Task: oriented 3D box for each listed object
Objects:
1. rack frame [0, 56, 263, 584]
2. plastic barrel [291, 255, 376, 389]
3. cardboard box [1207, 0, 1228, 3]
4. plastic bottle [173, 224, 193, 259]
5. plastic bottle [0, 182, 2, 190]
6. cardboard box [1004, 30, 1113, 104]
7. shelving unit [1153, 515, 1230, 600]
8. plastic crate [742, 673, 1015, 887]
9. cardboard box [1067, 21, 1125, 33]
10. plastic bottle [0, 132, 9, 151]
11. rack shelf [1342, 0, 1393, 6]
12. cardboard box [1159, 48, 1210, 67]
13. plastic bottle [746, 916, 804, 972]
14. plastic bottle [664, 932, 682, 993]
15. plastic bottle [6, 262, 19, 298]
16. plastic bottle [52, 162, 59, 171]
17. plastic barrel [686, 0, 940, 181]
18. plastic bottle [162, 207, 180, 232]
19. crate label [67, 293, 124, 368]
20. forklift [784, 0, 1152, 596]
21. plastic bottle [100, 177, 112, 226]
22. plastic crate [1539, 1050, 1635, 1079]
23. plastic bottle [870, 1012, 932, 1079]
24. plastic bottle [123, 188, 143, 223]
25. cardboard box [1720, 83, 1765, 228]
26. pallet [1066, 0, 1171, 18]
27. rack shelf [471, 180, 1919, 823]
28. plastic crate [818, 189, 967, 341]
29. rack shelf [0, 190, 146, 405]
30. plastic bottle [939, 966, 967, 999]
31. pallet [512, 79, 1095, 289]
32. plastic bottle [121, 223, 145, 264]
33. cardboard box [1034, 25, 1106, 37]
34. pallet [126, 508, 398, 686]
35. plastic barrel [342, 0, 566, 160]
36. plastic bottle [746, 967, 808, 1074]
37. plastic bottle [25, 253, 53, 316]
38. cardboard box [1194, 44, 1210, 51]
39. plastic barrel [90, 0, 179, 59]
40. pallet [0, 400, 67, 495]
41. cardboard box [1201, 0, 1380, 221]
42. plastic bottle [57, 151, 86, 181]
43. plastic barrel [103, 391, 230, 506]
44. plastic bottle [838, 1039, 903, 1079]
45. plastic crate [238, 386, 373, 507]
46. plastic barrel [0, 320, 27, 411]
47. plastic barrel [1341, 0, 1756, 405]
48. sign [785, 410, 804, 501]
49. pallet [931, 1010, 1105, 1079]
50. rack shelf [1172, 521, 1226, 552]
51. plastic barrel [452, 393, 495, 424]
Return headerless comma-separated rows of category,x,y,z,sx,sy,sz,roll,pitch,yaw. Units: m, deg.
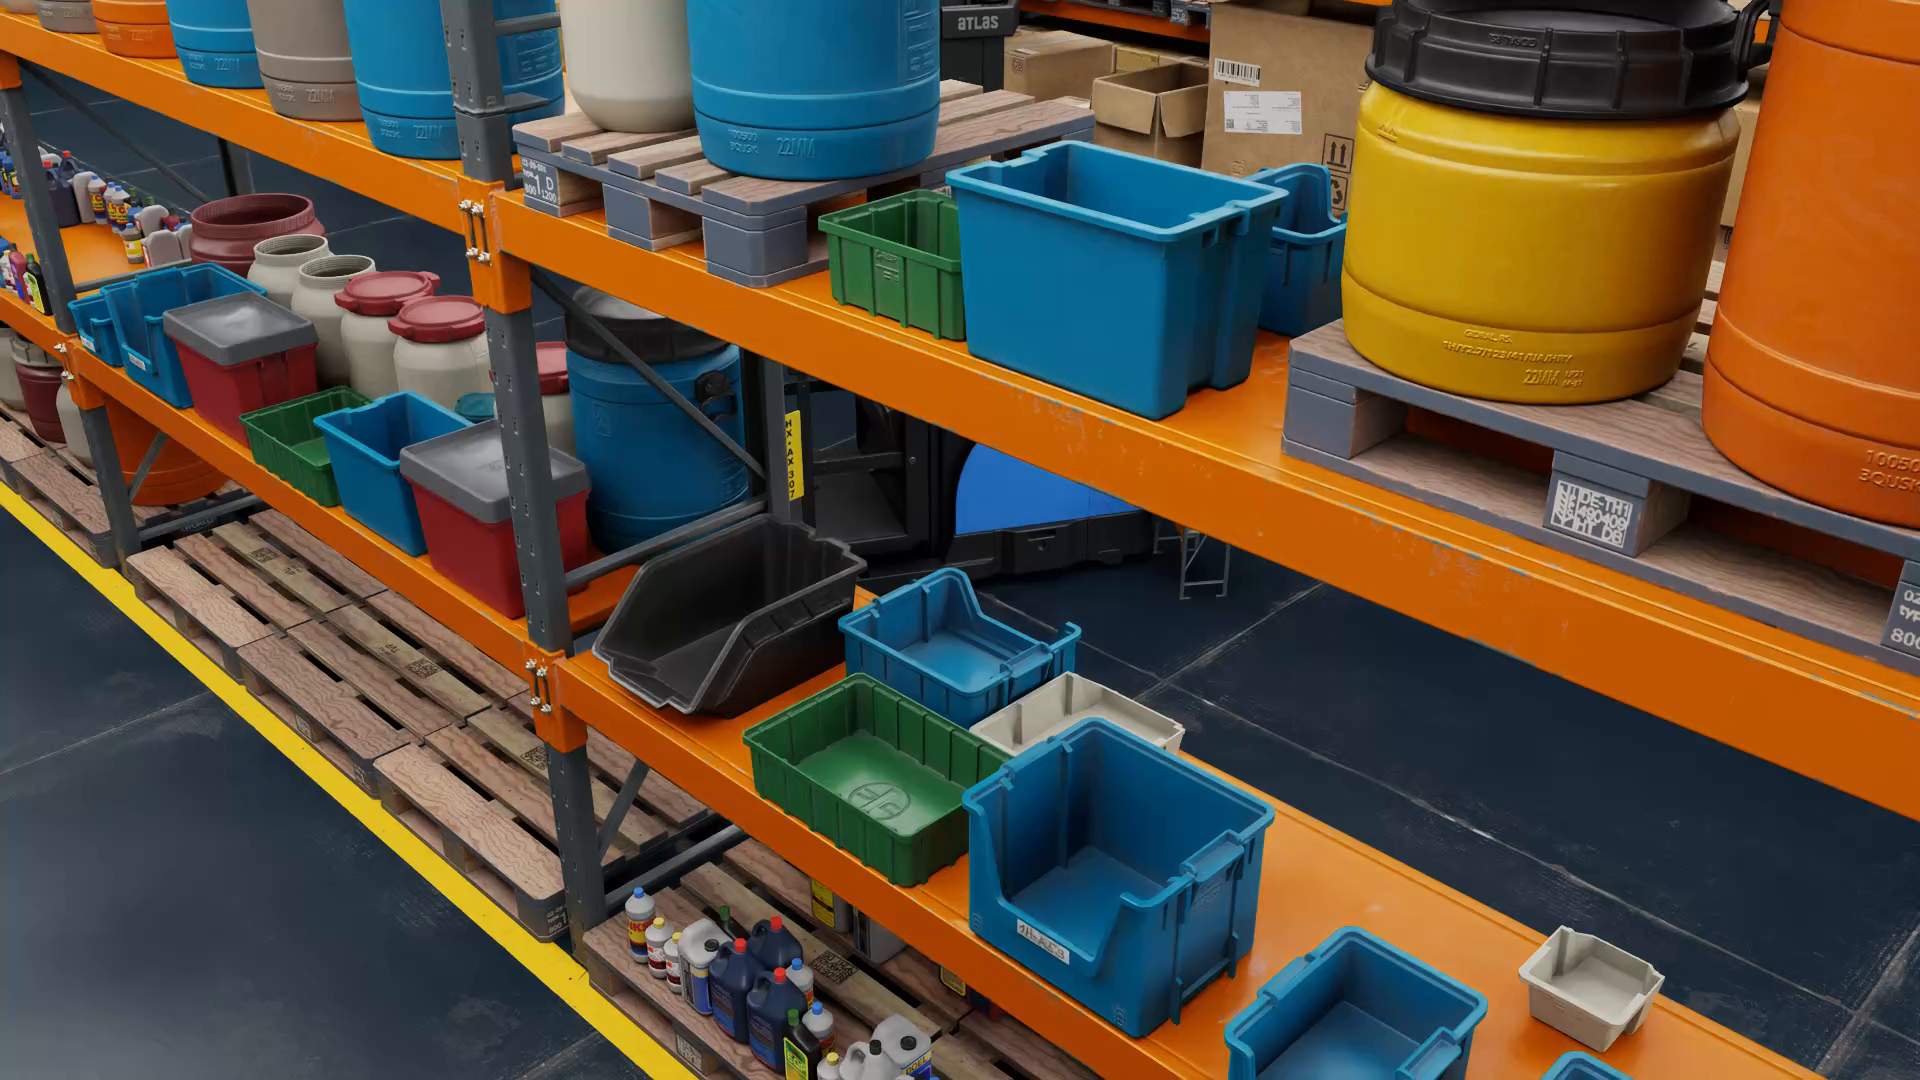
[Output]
rack frame,-3.835,-1.291,7.981,0.127,3.000,1.000,25,36,38
plastic barrel,-2.651,-0.938,7.190,0.421,0.512,0.421,0,28,0
cardboard box,2.337,-4.712,14.307,0.250,0.149,0.380,24,36,38
plastic bottle,-3.917,-1.484,8.483,0.135,0.276,0.152,25,36,38
plastic bottle,-5.771,-2.274,9.905,0.185,0.351,0.144,25,36,38
cardboard box,0.519,-2.852,10.393,0.700,0.500,0.500,-19,33,-32
shelving unit,1.158,-0.359,8.144,0.258,1.200,0.503,-4,28,-8
plastic crate,-0.212,0.645,4.528,0.662,0.188,0.450,25,36,38
cardboard box,1.400,-4.933,16.337,0.500,0.250,0.500,-23,36,-37
plastic bottle,-5.670,-2.322,9.996,0.185,0.351,0.144,25,36,38
rack shelf,1.064,-3.291,9.336,4.000,0.370,1.077,25,36,38
cardboard box,2.148,-4.256,15.050,0.500,0.250,0.500,-25,36,-38
plastic bottle,-0.597,1.346,5.341,0.185,0.351,0.144,25,36,38
plastic bottle,-0.918,1.374,5.447,0.097,0.201,0.097,0,28,0
plastic bottle,-4.656,-1.312,8.236,0.097,0.201,0.097,0,28,0
plastic bottle,-5.144,-2.022,9.510,0.097,0.271,0.097,0,28,0
plastic barrel,-0.348,-1.360,3.901,0.708,0.901,0.600,25,36,38
plastic bottle,-4.119,-1.610,8.714,0.133,0.283,0.061,25,36,38
crate label,-3.797,-0.955,7.522,0.416,0.233,0.303,25,36,38
forklift,-0.598,-1.217,7.915,3.031,2.935,1.130,-8,29,-14
plastic bottle,-4.709,-1.880,9.227,0.133,0.283,0.061,25,36,38
plastic crate,1.303,1.322,3.173,0.616,0.251,0.499,25,36,38
plastic bottle,-0.174,1.569,4.996,0.135,0.276,0.152,25,36,38
plastic bottle,-4.475,-1.772,9.023,0.133,0.283,0.061,25,36,38
cardboard box,3.346,-1.690,7.240,0.500,0.500,0.500,25,36,38
pallet,1.747,-5.095,15.422,1.213,0.211,1.003,25,36,38
rack shelf,0.444,-0.342,3.727,4.000,0.370,1.077,25,36,38
plastic crate,-0.048,-0.614,3.699,0.450,0.188,0.336,25,36,38
rack shelf,-5.261,-1.625,9.390,4.000,0.370,1.077,25,36,38
plastic bottle,-0.008,1.347,5.411,0.133,0.283,0.061,25,36,38
pallet,-0.399,-1.026,4.459,1.003,0.211,1.213,25,36,38
plastic bottle,-4.321,-1.555,8.697,0.097,0.201,0.097,0,28,0
cardboard box,1.058,-4.762,16.012,0.500,0.250,0.500,-24,36,-38
pallet,-3.310,0.209,8.125,1.213,0.211,1.003,25,36,38
plastic barrel,-1.497,-1.629,4.863,0.708,0.901,0.600,25,36,38
plastic bottle,-0.563,1.455,5.133,0.185,0.351,0.144,23,35,36
plastic bottle,-4.422,-1.229,7.990,0.133,0.283,0.061,25,36,38
cardboard box,2.504,-4.430,15.380,0.500,0.250,0.500,24,36,38
plastic barrel,-2.935,-2.255,6.131,0.708,0.830,0.600,25,36,38
pallet,-5.292,-0.698,9.850,1.213,0.211,1.003,25,36,38
cardboard box,2.022,-2.386,8.969,1.000,1.000,1.000,25,37,39
plastic bottle,-5.017,-2.023,9.428,0.185,0.351,0.144,25,36,38
plastic barrel,-4.196,-0.670,8.681,0.708,0.830,0.600,25,36,38
plastic bottle,-0.260,1.594,4.870,0.185,0.351,0.144,24,36,38
plastic crate,-2.422,-0.366,6.451,0.662,0.188,0.450,25,36,38
plastic barrel,-5.466,-1.052,9.750,0.421,0.512,0.421,0,28,0
plastic barrel,0.968,-0.607,2.805,0.600,0.588,0.600,0,28,0
sign,-0.589,-0.287,5.775,0.005,0.325,0.100,25,36,38
pallet,0.341,1.880,4.948,1.213,0.211,1.003,25,36,38
rack shelf,1.158,-0.124,8.268,0.258,0.148,0.480,-4,28,-8
plastic barrel,-1.819,-0.407,6.450,0.301,0.262,0.301,0,28,0
